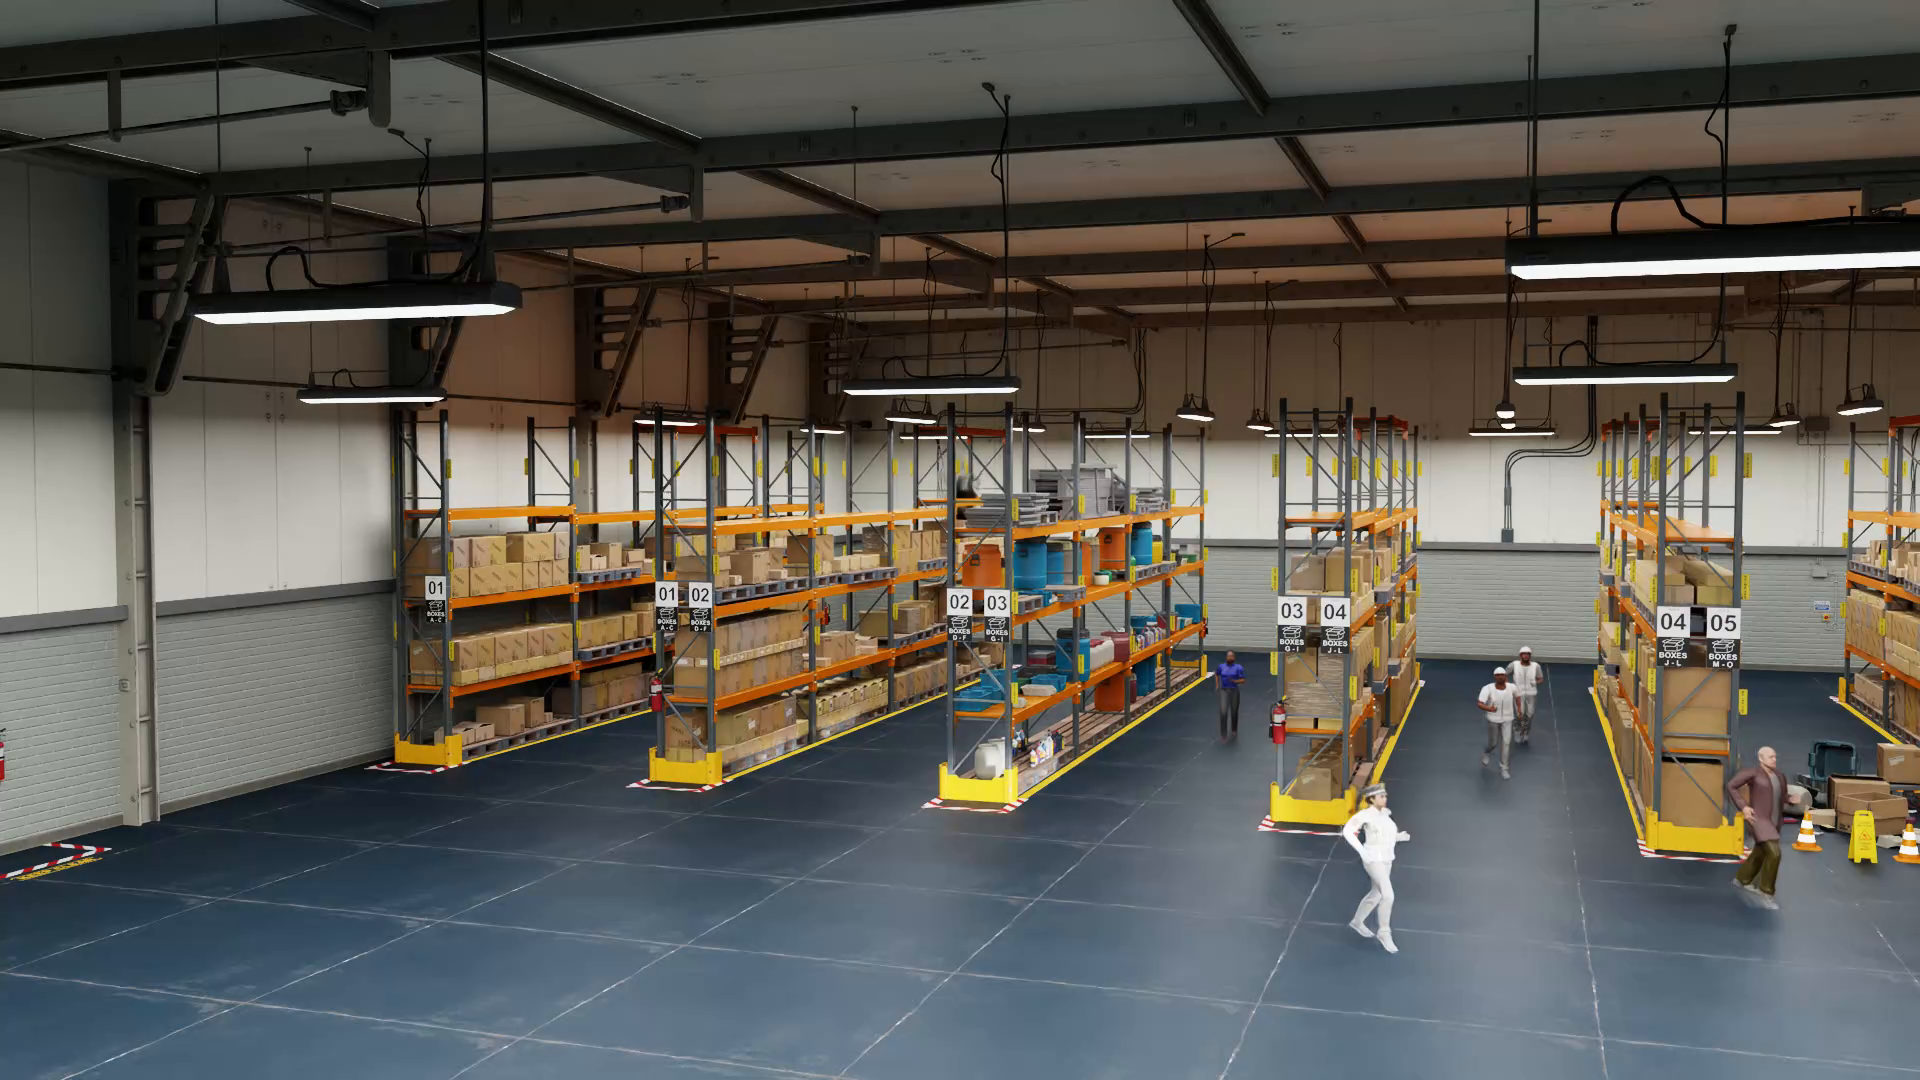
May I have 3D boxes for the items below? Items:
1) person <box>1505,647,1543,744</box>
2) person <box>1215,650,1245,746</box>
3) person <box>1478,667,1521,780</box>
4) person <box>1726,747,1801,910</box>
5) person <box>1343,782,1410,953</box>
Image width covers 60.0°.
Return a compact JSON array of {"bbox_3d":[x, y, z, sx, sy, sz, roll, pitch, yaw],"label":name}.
[{"bbox_3d":[10.234,2.817,30.151,0.662,1.764,0.675,0,2,8],"label":"person"},{"bbox_3d":[4.932,2.864,30.407,0.555,1.710,0.776,0,2,10],"label":"person"},{"bbox_3d":[8.816,2.953,27.175,0.710,1.771,0.975,0,2,7],"label":"person"},{"bbox_3d":[9.257,3.300,19.147,0.683,1.849,0.852,-1,3,-25],"label":"person"},{"bbox_3d":[4.380,3.406,17.434,0.593,1.752,0.695,-2,3,-43],"label":"person"}]
